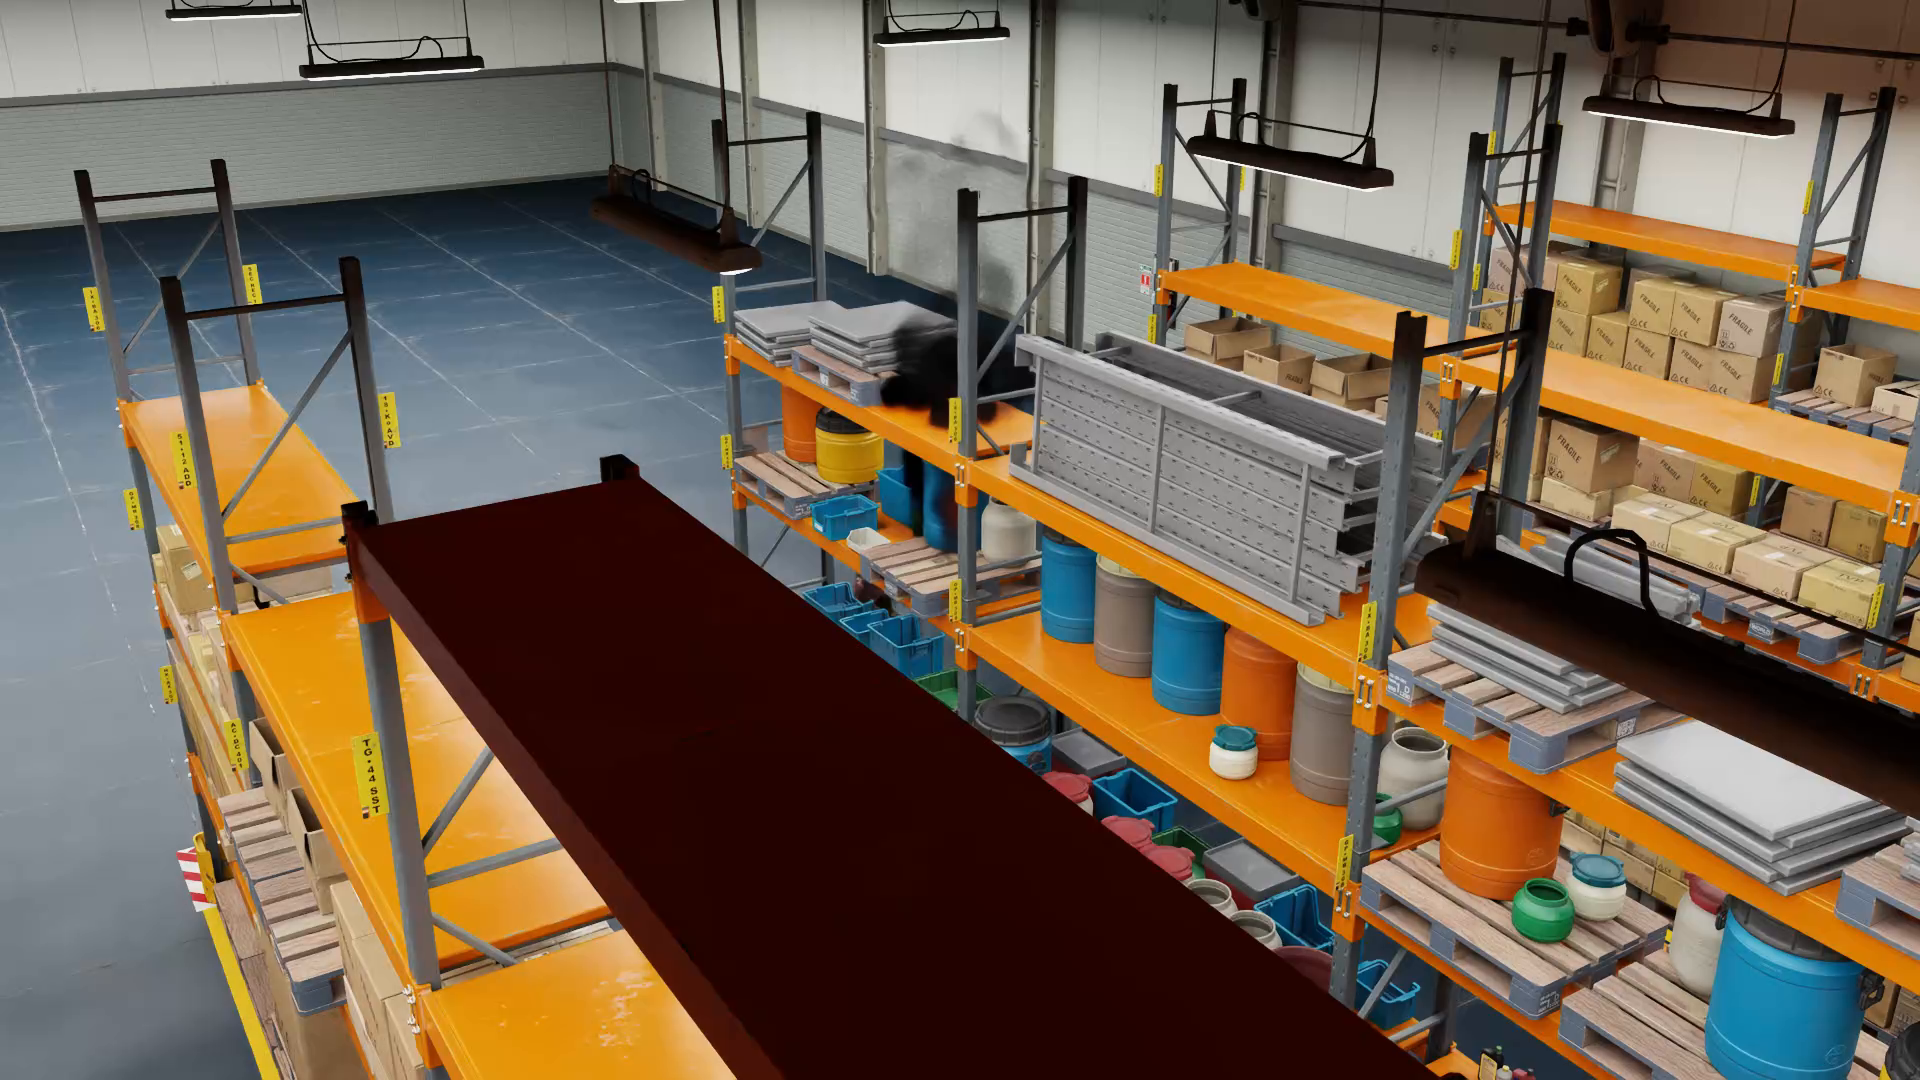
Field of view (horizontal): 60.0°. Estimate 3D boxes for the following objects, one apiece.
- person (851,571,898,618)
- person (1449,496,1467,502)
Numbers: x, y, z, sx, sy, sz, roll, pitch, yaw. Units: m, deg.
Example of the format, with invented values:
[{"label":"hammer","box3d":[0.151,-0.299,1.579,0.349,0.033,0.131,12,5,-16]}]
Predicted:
[{"label":"person","box3d":[-0.947,0.518,17.789,0.794,1.806,0.710,13,25,29]},{"label":"person","box3d":[5.361,0.295,18.281,0.682,1.839,0.801,-18,28,-37]}]
